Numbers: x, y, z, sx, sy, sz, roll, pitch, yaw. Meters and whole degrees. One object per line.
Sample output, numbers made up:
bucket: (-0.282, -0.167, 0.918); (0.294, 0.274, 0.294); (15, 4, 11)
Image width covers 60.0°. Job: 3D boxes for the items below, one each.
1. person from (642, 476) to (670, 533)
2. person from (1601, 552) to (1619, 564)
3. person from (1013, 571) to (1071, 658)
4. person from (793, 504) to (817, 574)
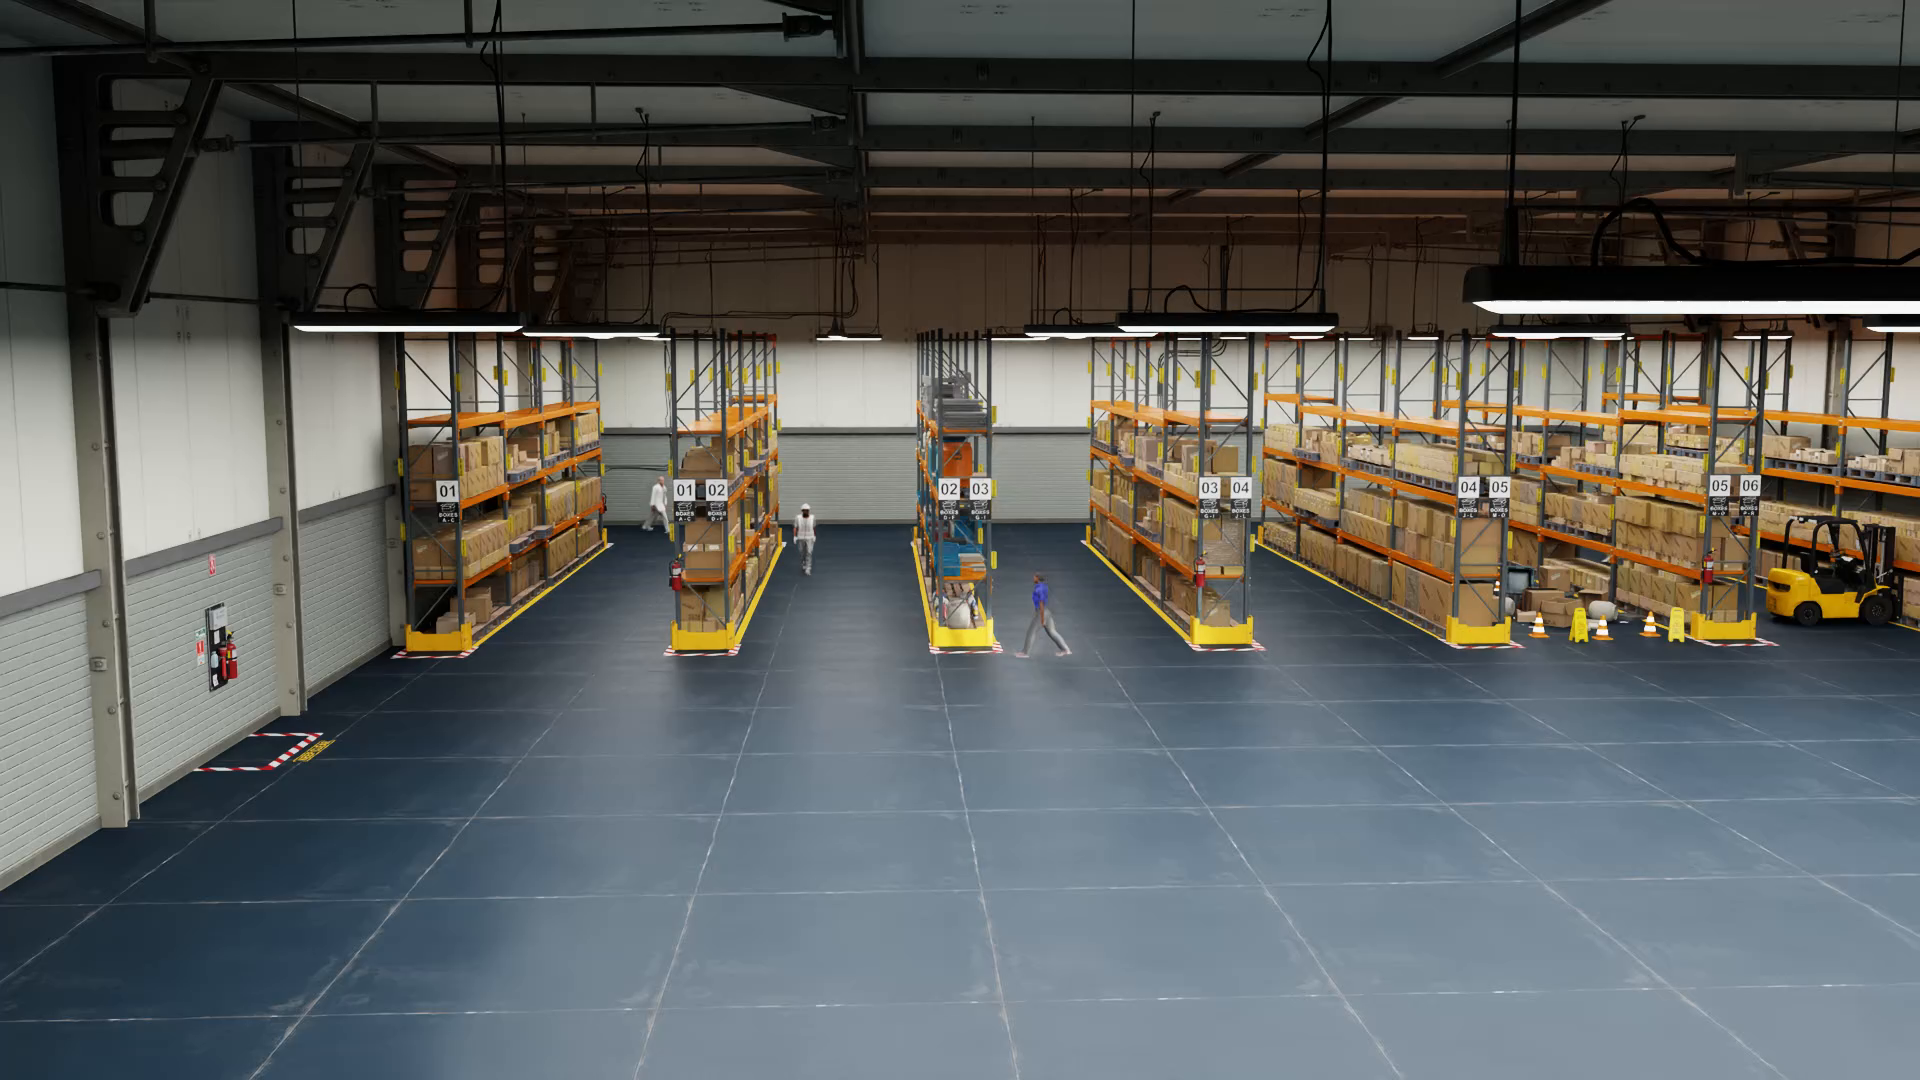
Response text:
person: (-9.143, -1.079, 50.518); (1.206, 1.717, 0.564); (2, 7, 15)
person: (17.001, -0.217, 43.337); (0.448, 1.660, 0.504); (-3, 8, -27)
person: (1.489, 1.359, 30.243); (1.041, 1.599, 0.461); (1, 7, 11)
person: (-3.876, -0.042, 41.485); (0.560, 1.721, 1.069); (0, 7, 0)
